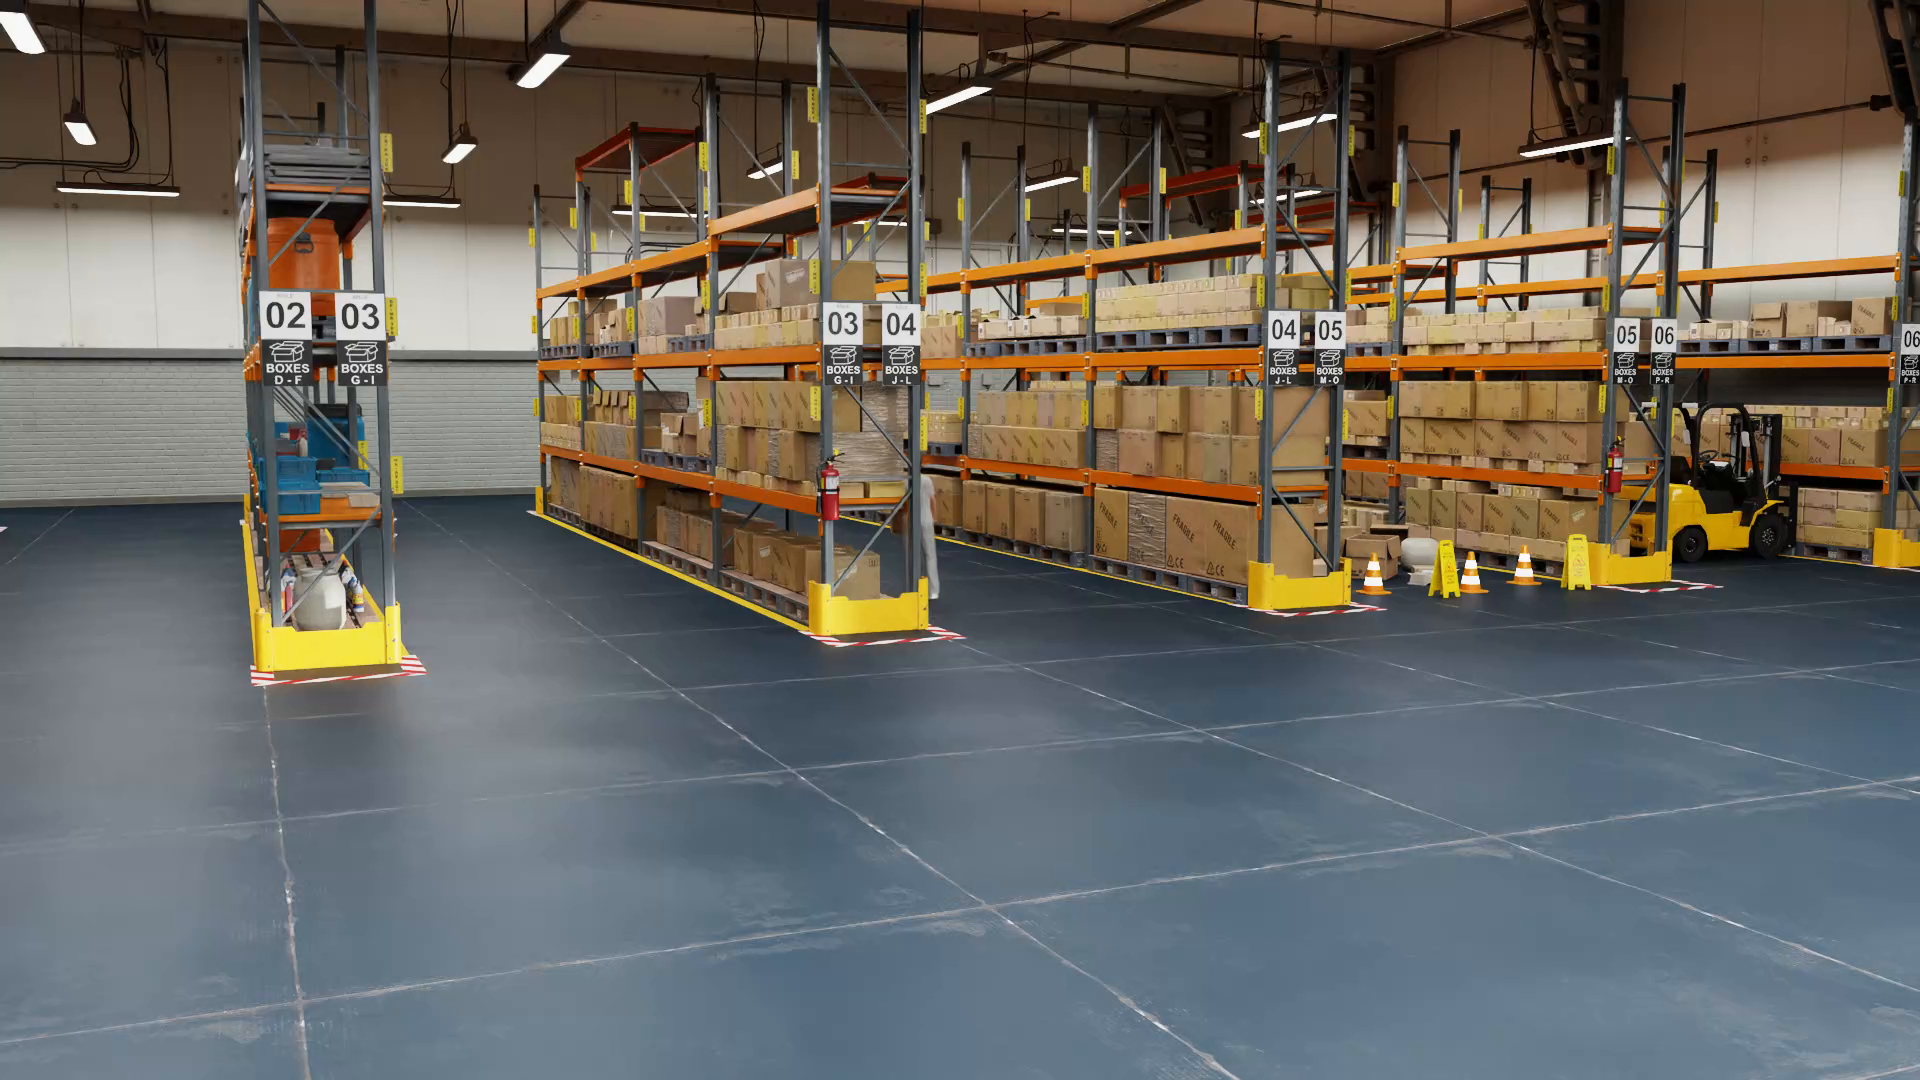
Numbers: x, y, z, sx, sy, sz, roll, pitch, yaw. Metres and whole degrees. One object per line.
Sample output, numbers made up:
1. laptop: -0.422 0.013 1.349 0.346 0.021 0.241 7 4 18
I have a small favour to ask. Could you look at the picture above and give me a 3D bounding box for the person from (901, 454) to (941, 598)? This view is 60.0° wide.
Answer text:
1. person: -0.463 -0.169 18.688 0.487 1.673 0.530 1 6 14
